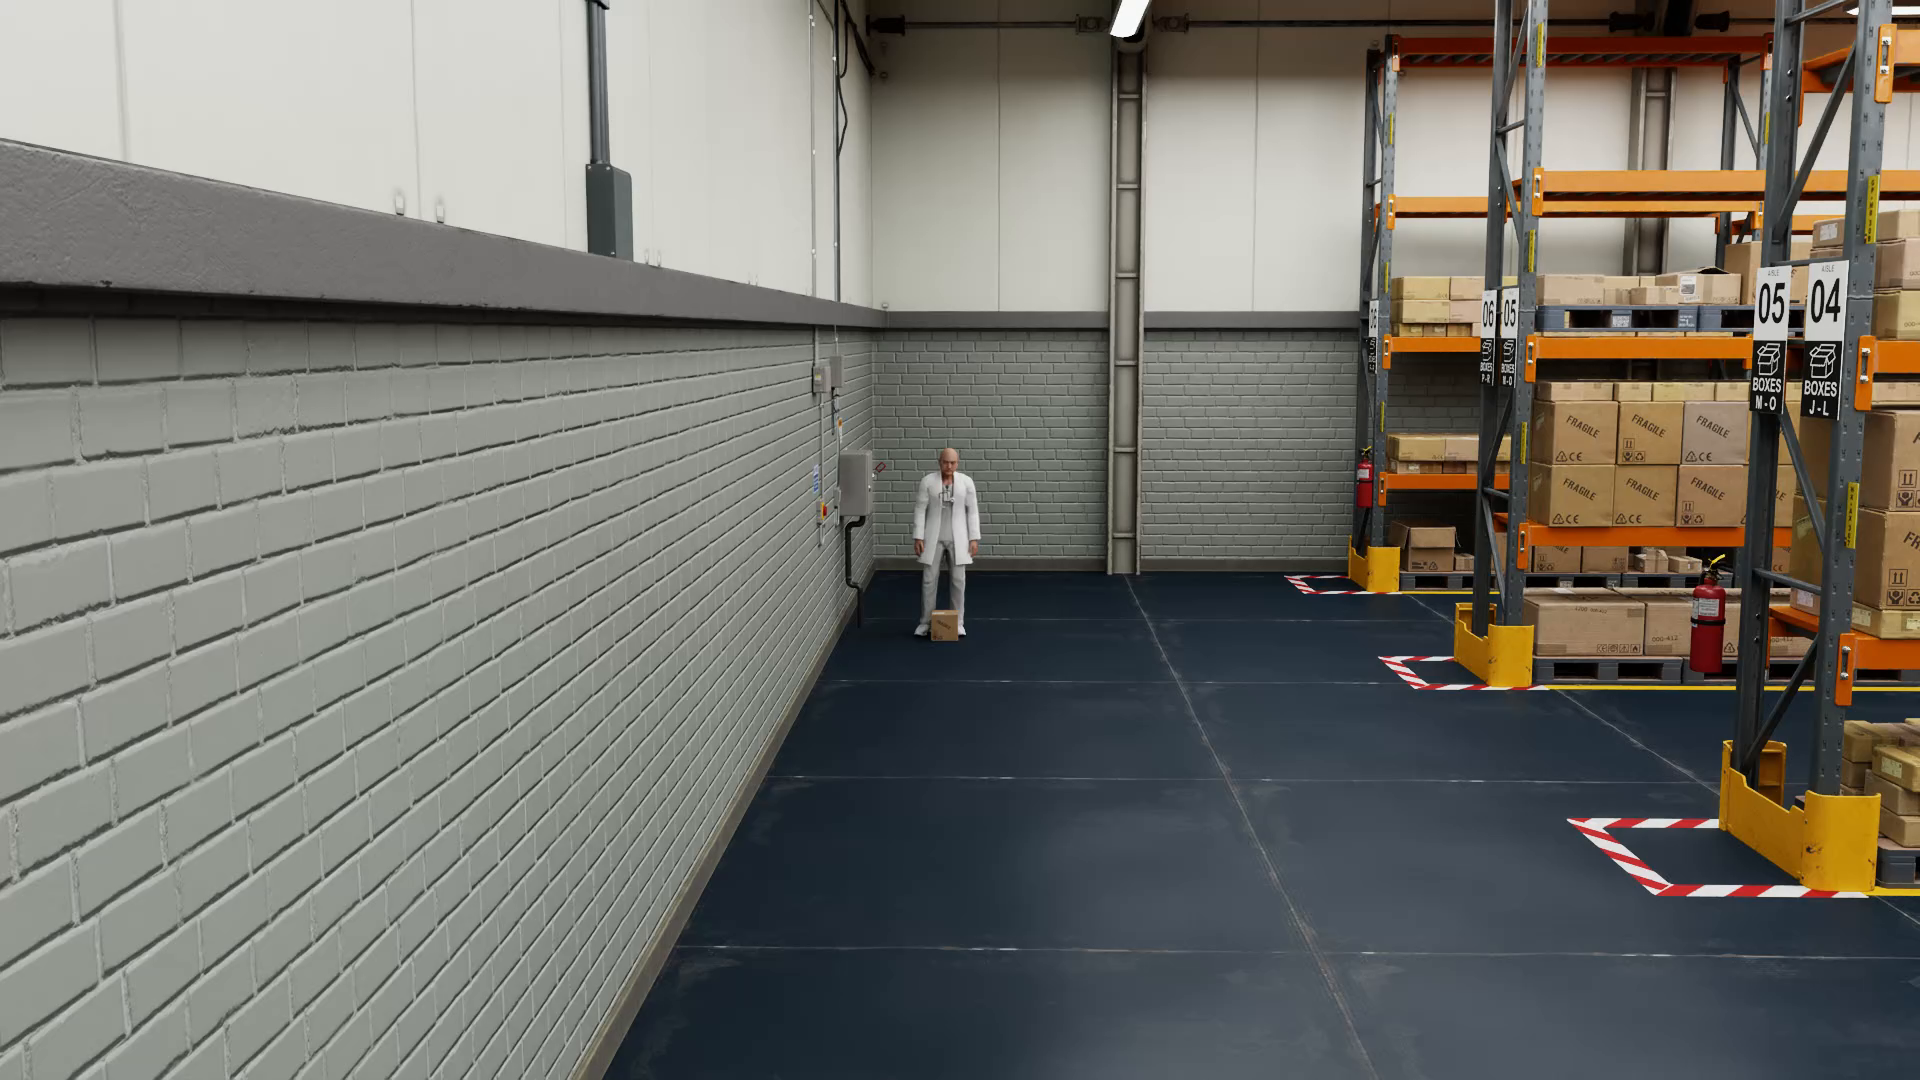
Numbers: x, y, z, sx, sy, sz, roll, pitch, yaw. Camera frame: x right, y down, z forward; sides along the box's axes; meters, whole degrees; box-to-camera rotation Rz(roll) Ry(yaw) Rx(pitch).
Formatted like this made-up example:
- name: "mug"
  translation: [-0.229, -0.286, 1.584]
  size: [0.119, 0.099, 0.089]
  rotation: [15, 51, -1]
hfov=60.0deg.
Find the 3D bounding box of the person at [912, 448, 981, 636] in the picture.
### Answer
- name: "person"
  translation: [-0.128, 0.013, 15.724]
  size: [0.652, 1.773, 0.427]
  rotation: [0, 7, -2]
